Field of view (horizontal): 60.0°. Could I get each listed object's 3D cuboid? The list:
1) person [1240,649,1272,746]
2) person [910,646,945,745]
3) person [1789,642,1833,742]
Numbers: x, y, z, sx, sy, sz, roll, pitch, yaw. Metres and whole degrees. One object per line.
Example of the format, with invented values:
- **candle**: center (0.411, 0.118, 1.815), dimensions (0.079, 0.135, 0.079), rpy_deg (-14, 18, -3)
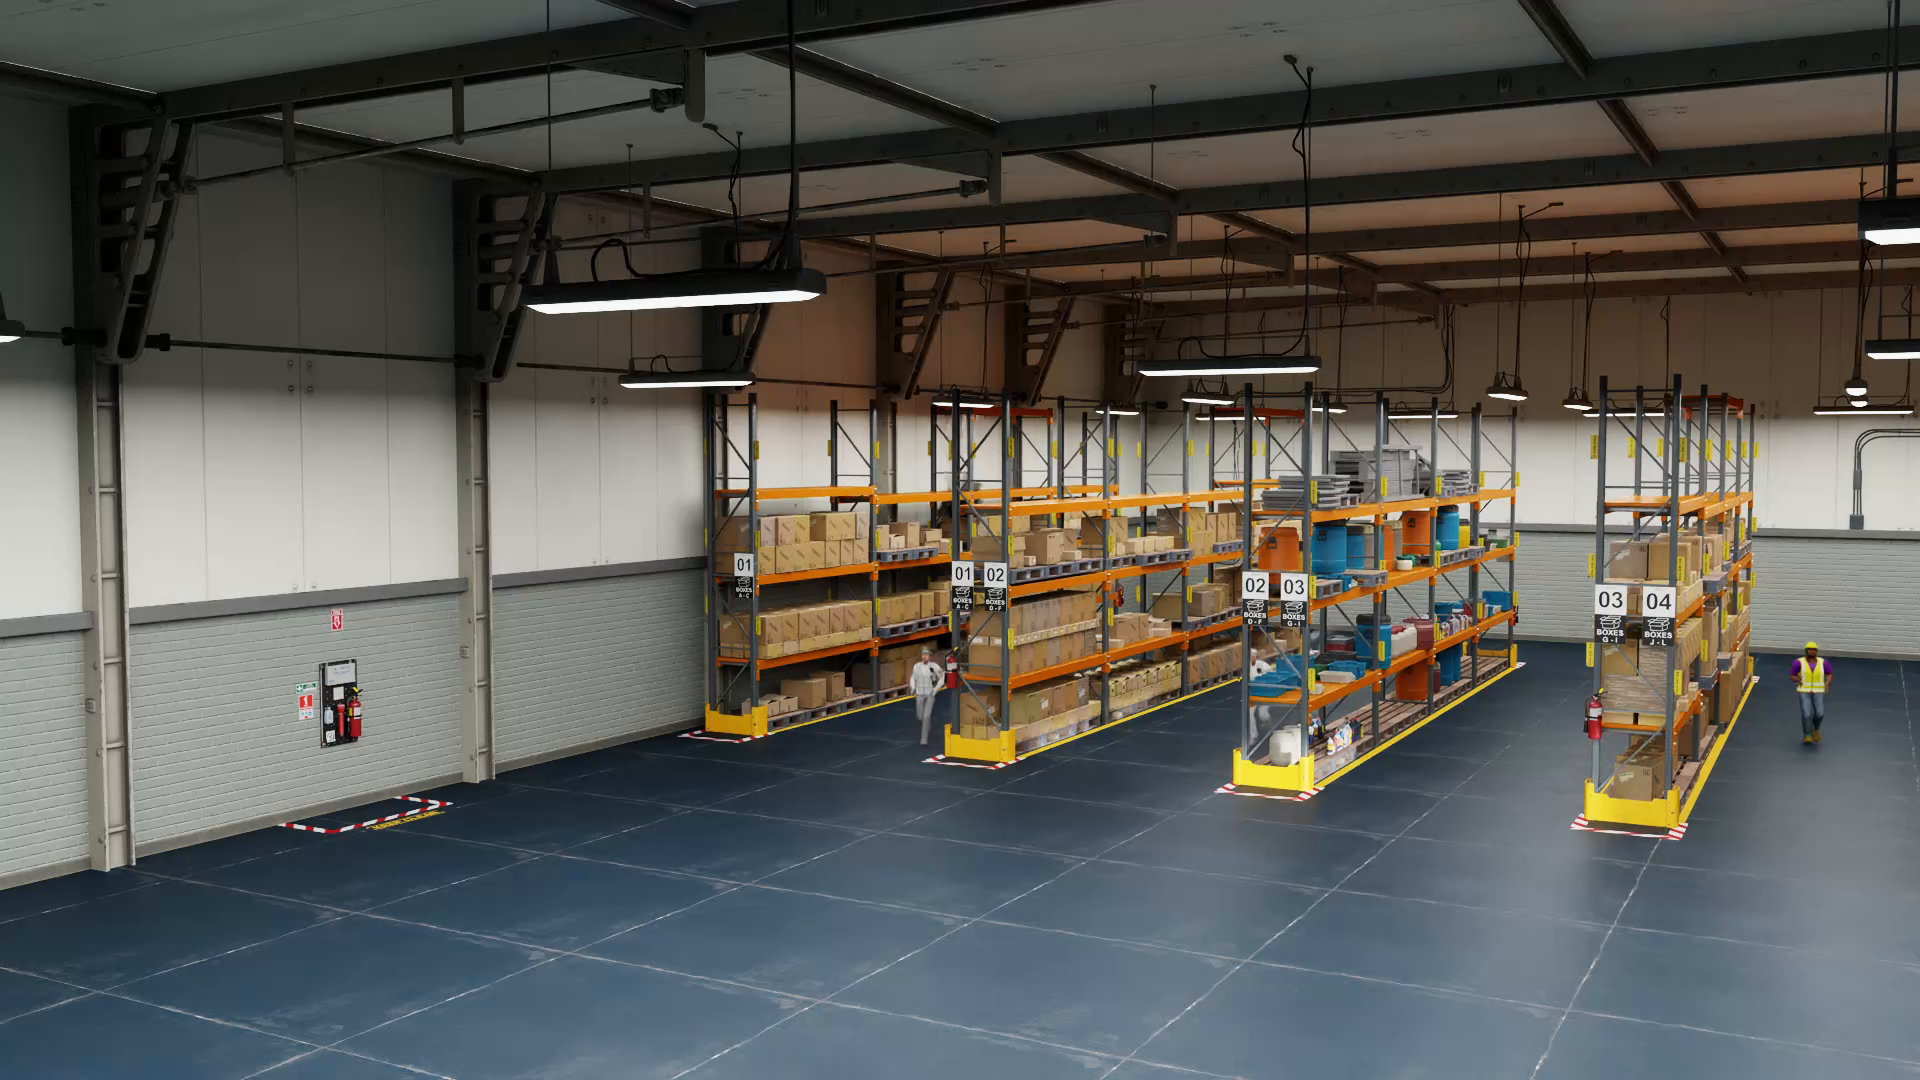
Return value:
- **person**: center (5.106, 2.679, 28.549), dimensions (0.611, 1.654, 0.858), rpy_deg (2, 3, 26)
- **person**: center (-0.558, 2.647, 28.535), dimensions (0.618, 1.674, 0.661), rpy_deg (1, 3, 13)
- **person**: center (14.494, 2.597, 28.291), dimensions (0.686, 1.721, 0.593), rpy_deg (1, 3, 21)
